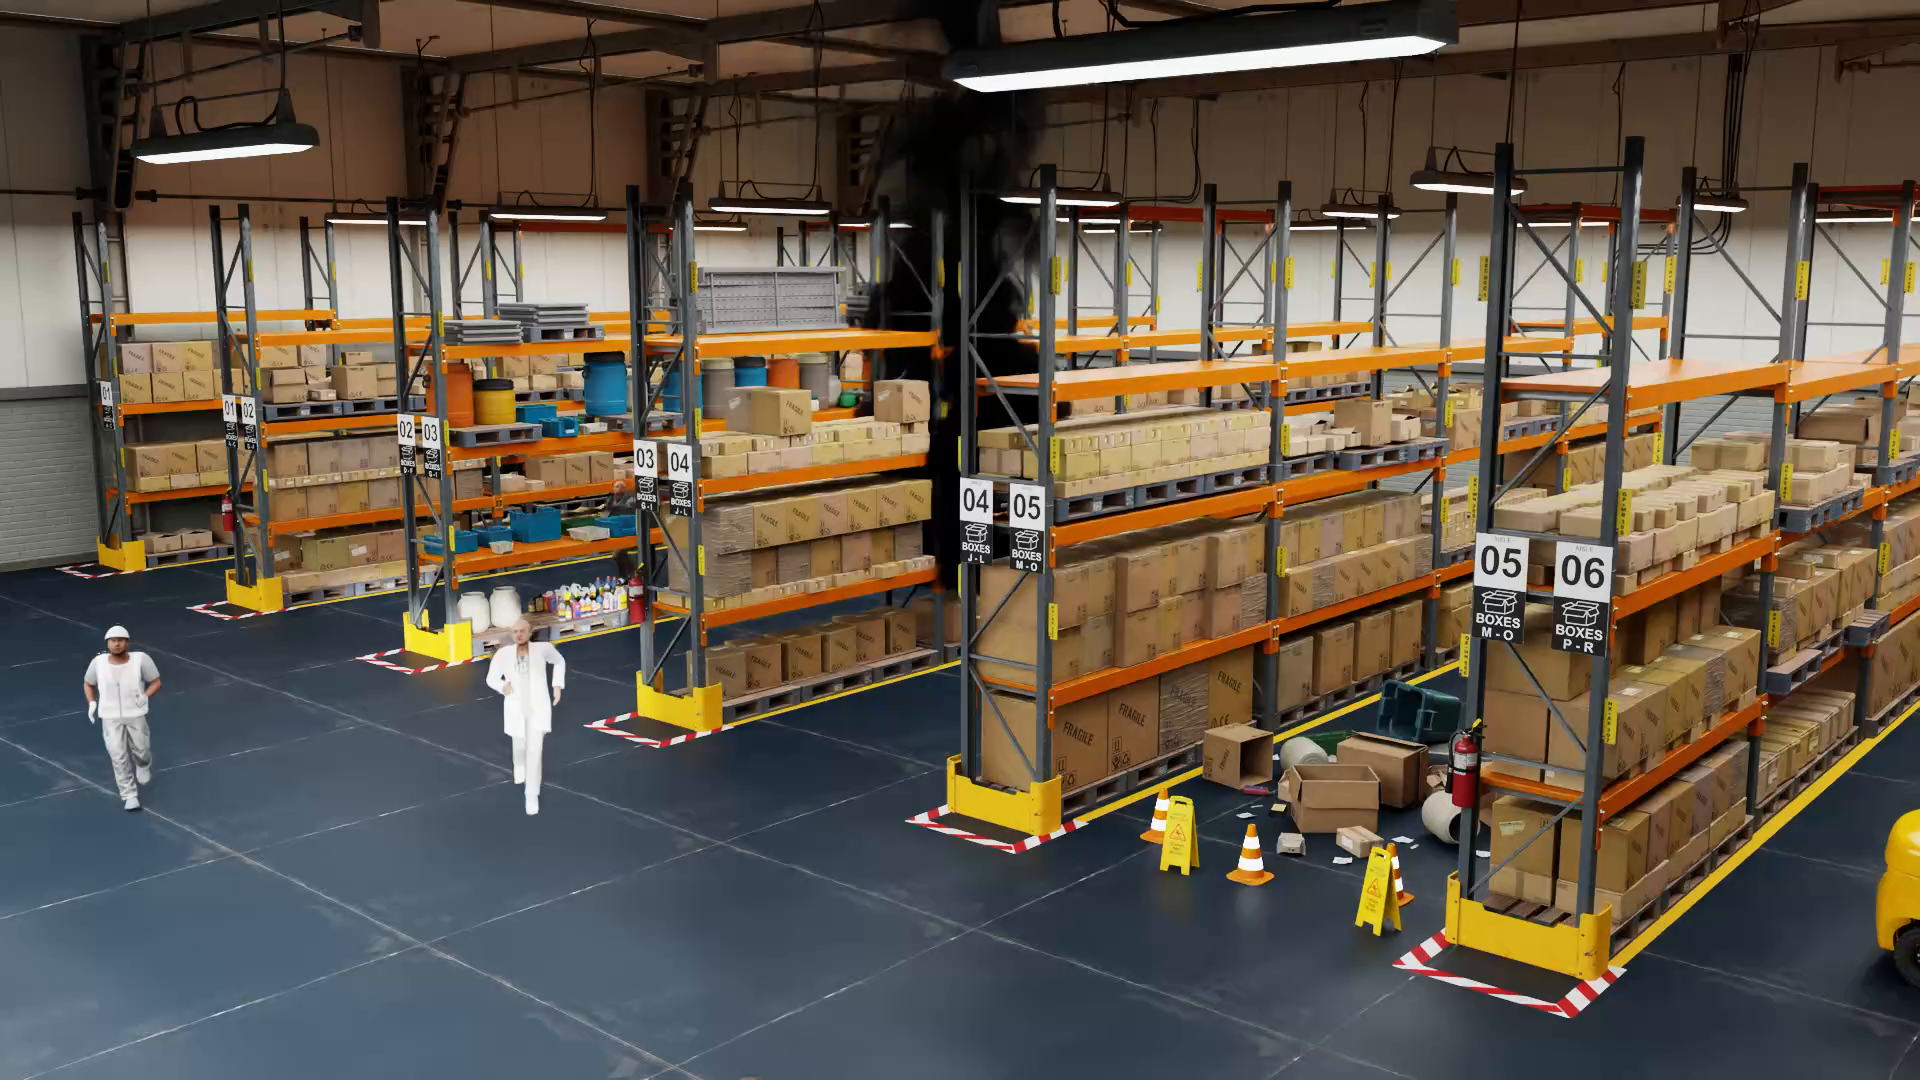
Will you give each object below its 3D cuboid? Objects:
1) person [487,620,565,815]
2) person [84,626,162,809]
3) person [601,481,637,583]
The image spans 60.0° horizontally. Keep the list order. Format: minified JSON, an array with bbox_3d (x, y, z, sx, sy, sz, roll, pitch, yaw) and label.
[{"bbox_3d":[-4.180,1.637,16.081,0.719,1.800,1.060,-1,10,-7],"label":"person"},{"bbox_3d":[-8.019,1.674,15.965,0.683,1.746,0.730,-4,10,-21],"label":"person"},{"bbox_3d":[-5.408,-0.064,26.557,0.642,1.782,0.768,6,11,33],"label":"person"}]
